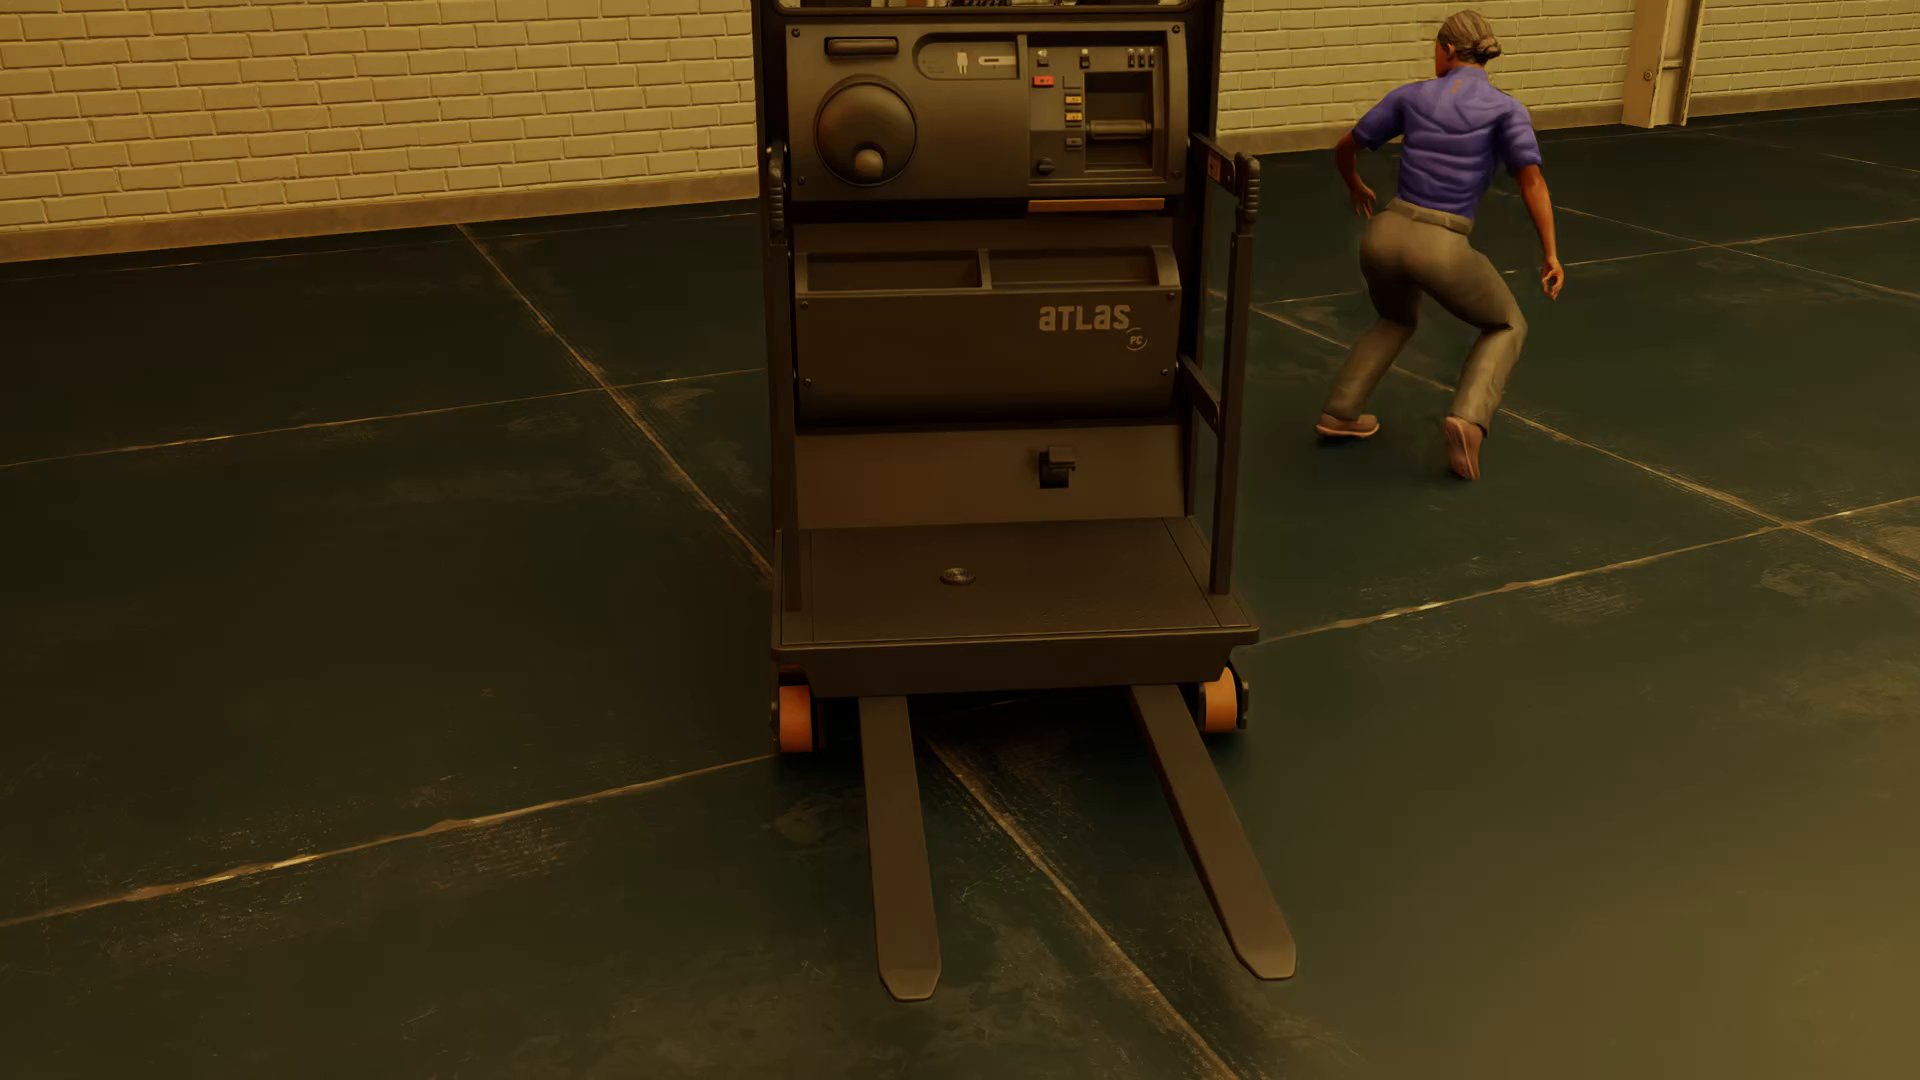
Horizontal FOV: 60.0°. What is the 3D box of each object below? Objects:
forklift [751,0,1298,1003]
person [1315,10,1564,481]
[{"bbox_3d":[0.088,-0.986,3.660,1.130,2.935,3.031,-2,23,-5],"label":"forklift"},{"bbox_3d":[1.638,-0.962,5.581,0.916,1.536,0.461,18,29,37],"label":"person"}]
